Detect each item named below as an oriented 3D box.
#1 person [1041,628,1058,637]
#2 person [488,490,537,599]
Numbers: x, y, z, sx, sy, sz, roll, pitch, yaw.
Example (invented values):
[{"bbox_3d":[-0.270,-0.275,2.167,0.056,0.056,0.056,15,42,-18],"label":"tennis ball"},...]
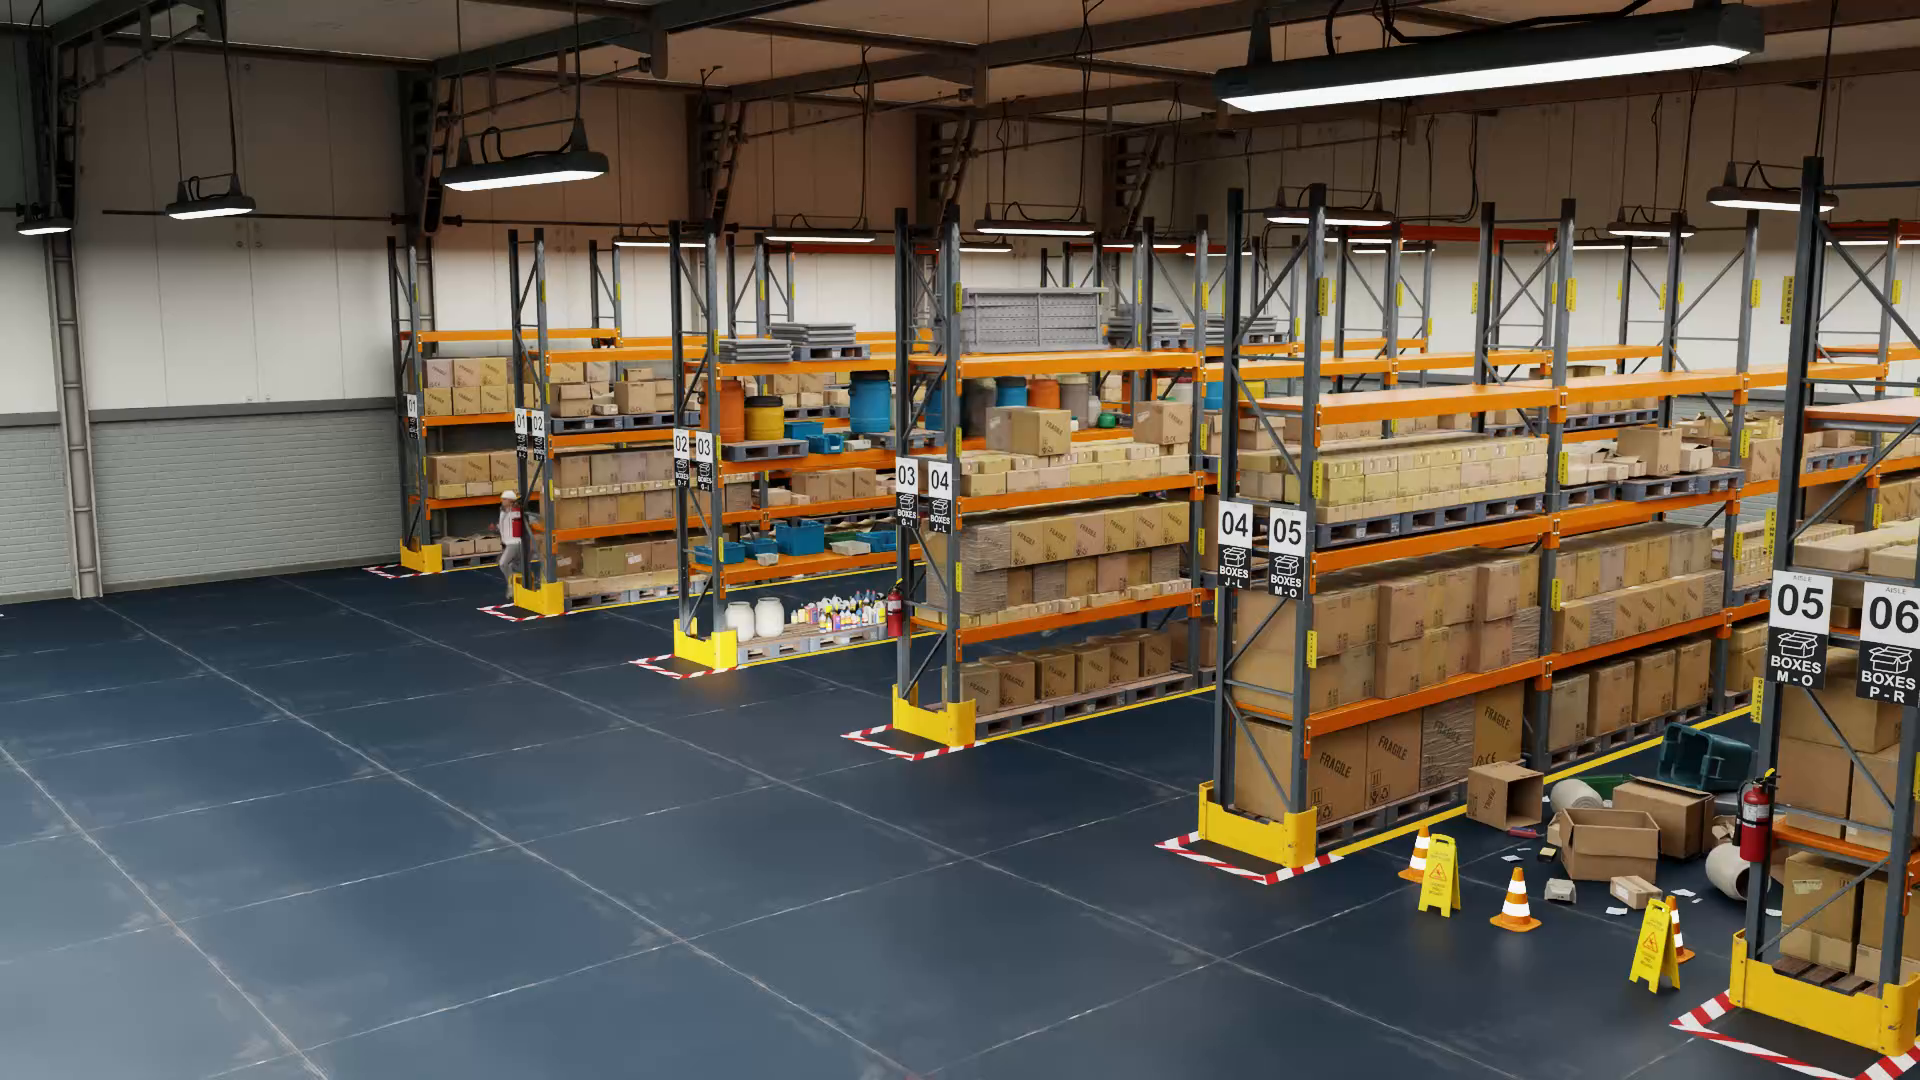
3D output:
[{"bbox_3d":[1.304,0.505,23.200,0.634,1.683,0.584,-8,12,-41],"label":"person"},{"bbox_3d":[-7.431,0.059,27.696,0.807,1.794,0.682,-8,12,-42],"label":"person"}]
